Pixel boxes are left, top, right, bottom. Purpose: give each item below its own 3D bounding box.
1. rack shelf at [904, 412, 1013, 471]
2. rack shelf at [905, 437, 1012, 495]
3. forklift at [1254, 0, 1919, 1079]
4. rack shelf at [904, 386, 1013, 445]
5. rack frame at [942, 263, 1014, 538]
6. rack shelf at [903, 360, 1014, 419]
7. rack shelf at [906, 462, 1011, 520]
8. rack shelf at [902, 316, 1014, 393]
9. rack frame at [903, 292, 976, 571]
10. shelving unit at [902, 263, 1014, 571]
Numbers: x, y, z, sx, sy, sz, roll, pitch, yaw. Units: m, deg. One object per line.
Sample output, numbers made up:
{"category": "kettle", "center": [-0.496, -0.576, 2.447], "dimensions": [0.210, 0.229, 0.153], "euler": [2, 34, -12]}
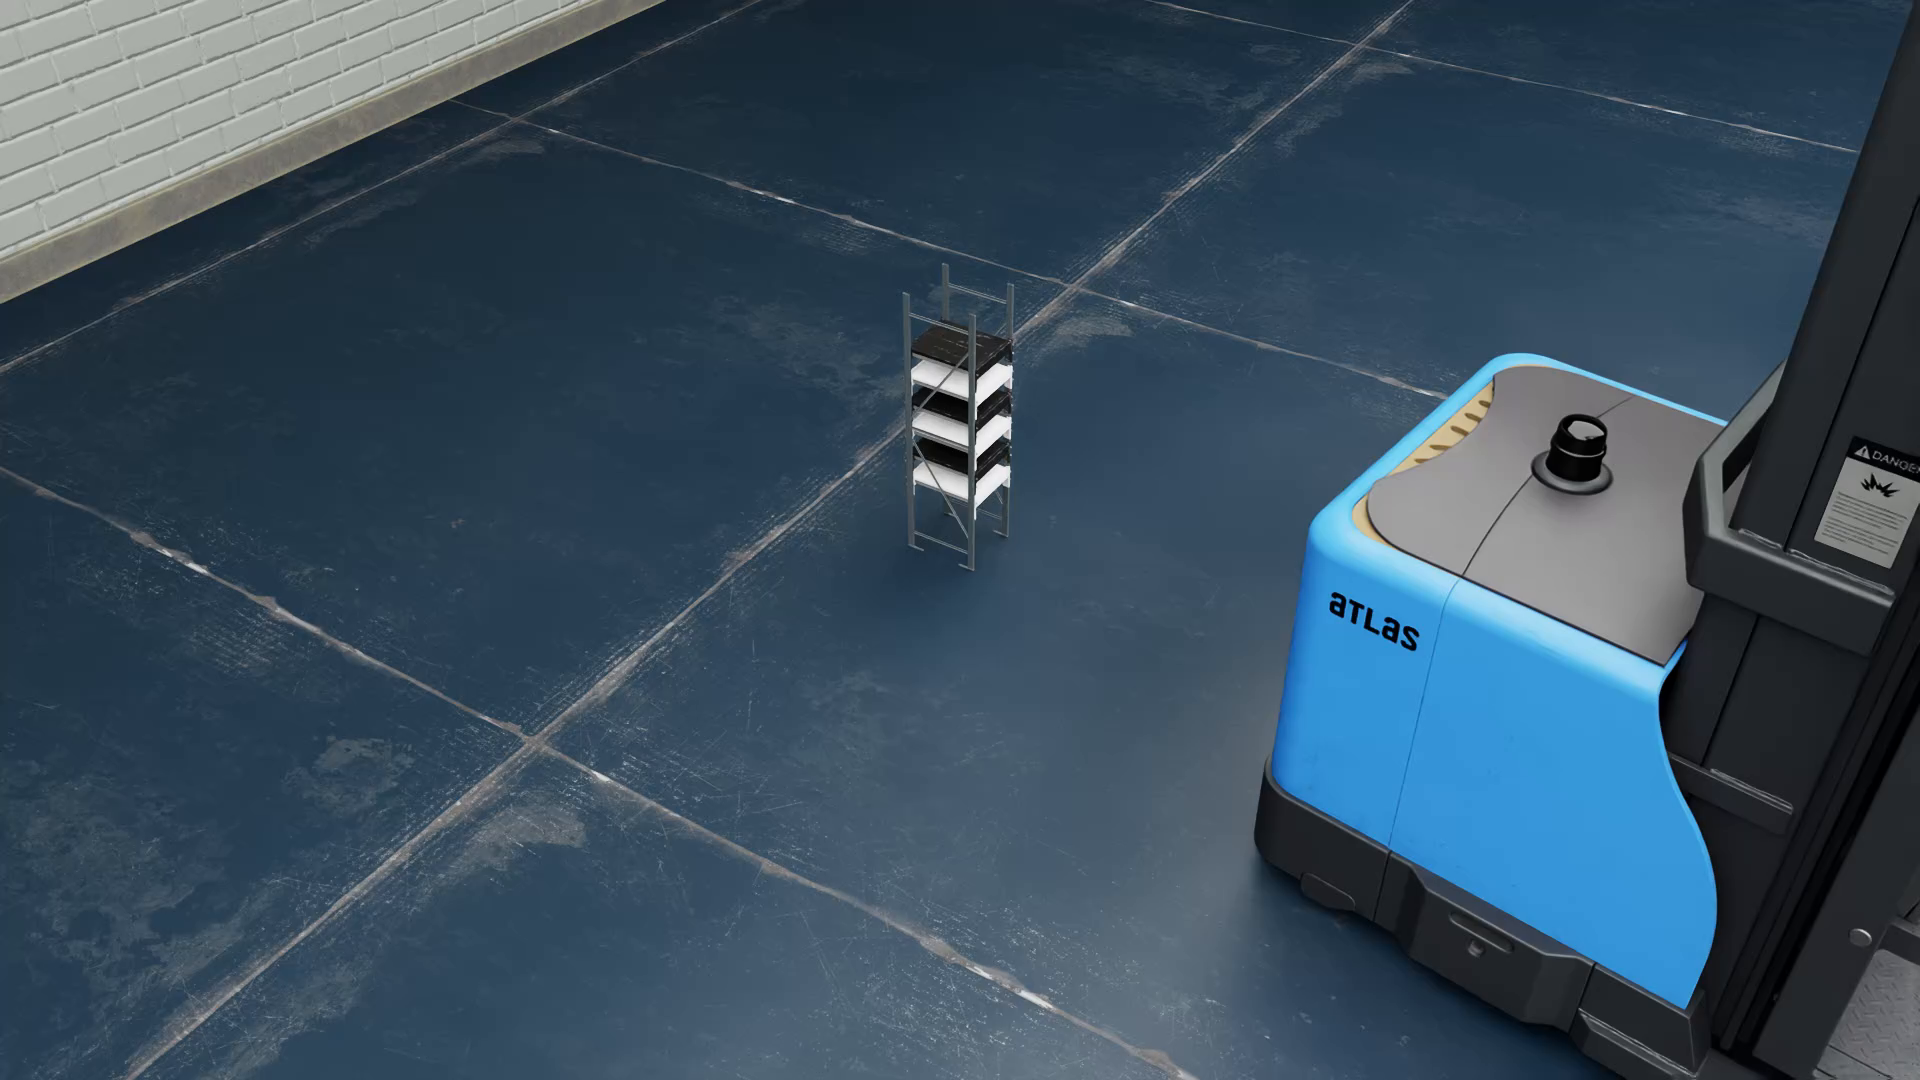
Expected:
{"category": "rack shelf", "center": [-0.004, -0.326, 4.990], "dimensions": [0.258, 0.077, 0.200], "euler": [21, 42, 25]}
{"category": "rack shelf", "center": [-0.004, -0.255, 5.045], "dimensions": [0.258, 0.077, 0.200], "euler": [21, 42, 25]}
{"category": "forklift", "center": [2.188, 0.007, 2.841], "dimensions": [3.031, 2.935, 1.130], "euler": [27, 45, 31]}
{"category": "rack shelf", "center": [-0.004, -0.397, 4.935], "dimensions": [0.258, 0.077, 0.200], "euler": [21, 42, 25]}
{"category": "rack frame", "center": [0.050, -0.405, 5.038], "dimensions": [0.240, 0.900, 0.006], "euler": [21, 42, 25]}
{"category": "rack shelf", "center": [-0.004, -0.468, 4.880], "dimensions": [0.258, 0.077, 0.200], "euler": [21, 42, 25]}
{"category": "rack shelf", "center": [-0.004, -0.183, 5.100], "dimensions": [0.258, 0.077, 0.200], "euler": [21, 42, 25]}
{"category": "rack shelf", "center": [-0.004, -0.540, 4.825], "dimensions": [0.258, 0.077, 0.200], "euler": [21, 42, 25]}
{"category": "rack frame", "center": [-0.059, -0.300, 4.902], "dimensions": [0.240, 0.900, 0.006], "euler": [21, 42, 25]}
{"category": "shelving unit", "center": [-0.004, -0.352, 4.970], "dimensions": [0.258, 0.900, 0.210], "euler": [21, 42, 25]}
